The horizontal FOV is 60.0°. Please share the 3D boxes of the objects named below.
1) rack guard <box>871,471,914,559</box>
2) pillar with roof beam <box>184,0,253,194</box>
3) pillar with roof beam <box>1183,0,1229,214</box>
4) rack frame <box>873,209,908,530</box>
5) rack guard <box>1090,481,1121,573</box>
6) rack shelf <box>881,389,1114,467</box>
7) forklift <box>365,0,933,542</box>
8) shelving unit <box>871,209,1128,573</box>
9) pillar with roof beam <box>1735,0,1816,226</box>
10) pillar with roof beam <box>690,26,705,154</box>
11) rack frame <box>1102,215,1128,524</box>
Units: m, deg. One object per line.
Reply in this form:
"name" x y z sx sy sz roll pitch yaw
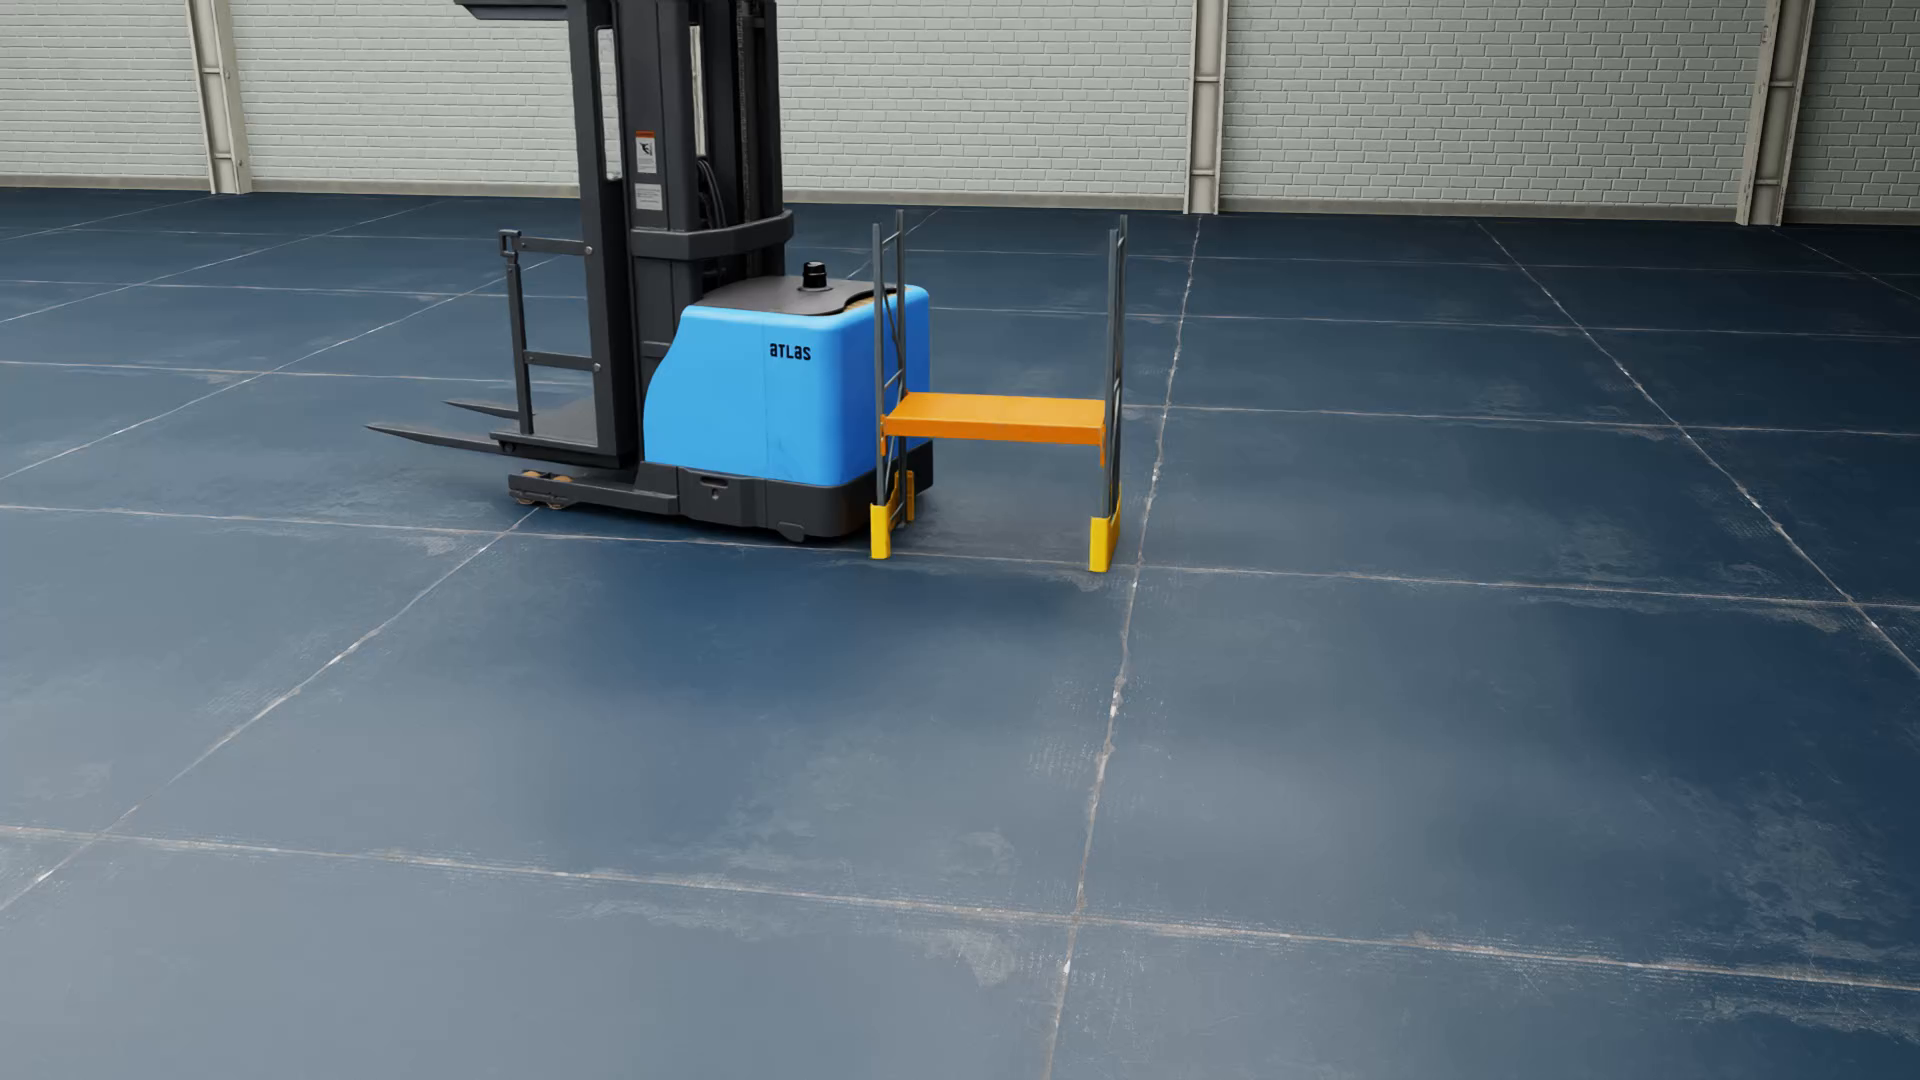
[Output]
"rack guard" -0.313 -0.123 7.778 0.087 0.250 0.587 3 19 10
"pillar with roof beam" -9.778 -7.265 15.334 0.400 9.000 9.100 3 19 9
"pillar with roof beam" 2.070 -6.661 13.529 0.400 9.000 9.100 3 19 9
"rack frame" -0.314 -0.716 7.580 0.032 1.500 0.500 3 19 10
"rack guard" 0.667 -0.066 7.607 0.087 0.250 0.587 3 19 10
"rack shelf" 0.186 -0.516 7.550 1.000 0.185 0.538 3 19 10
"forklift" -1.692 -1.680 8.205 3.031 2.935 1.130 9 20 24
"shelving unit" 0.177 -0.688 7.494 1.083 1.500 0.587 3 19 10
"pillar with roof beam" 7.994 -6.359 12.627 0.400 9.000 9.100 3 19 9
"pillar with roof beam" -3.854 -6.963 14.432 0.400 9.000 9.100 3 19 9
"rack frame" 0.686 -0.658 7.406 0.032 1.500 0.500 3 19 10
